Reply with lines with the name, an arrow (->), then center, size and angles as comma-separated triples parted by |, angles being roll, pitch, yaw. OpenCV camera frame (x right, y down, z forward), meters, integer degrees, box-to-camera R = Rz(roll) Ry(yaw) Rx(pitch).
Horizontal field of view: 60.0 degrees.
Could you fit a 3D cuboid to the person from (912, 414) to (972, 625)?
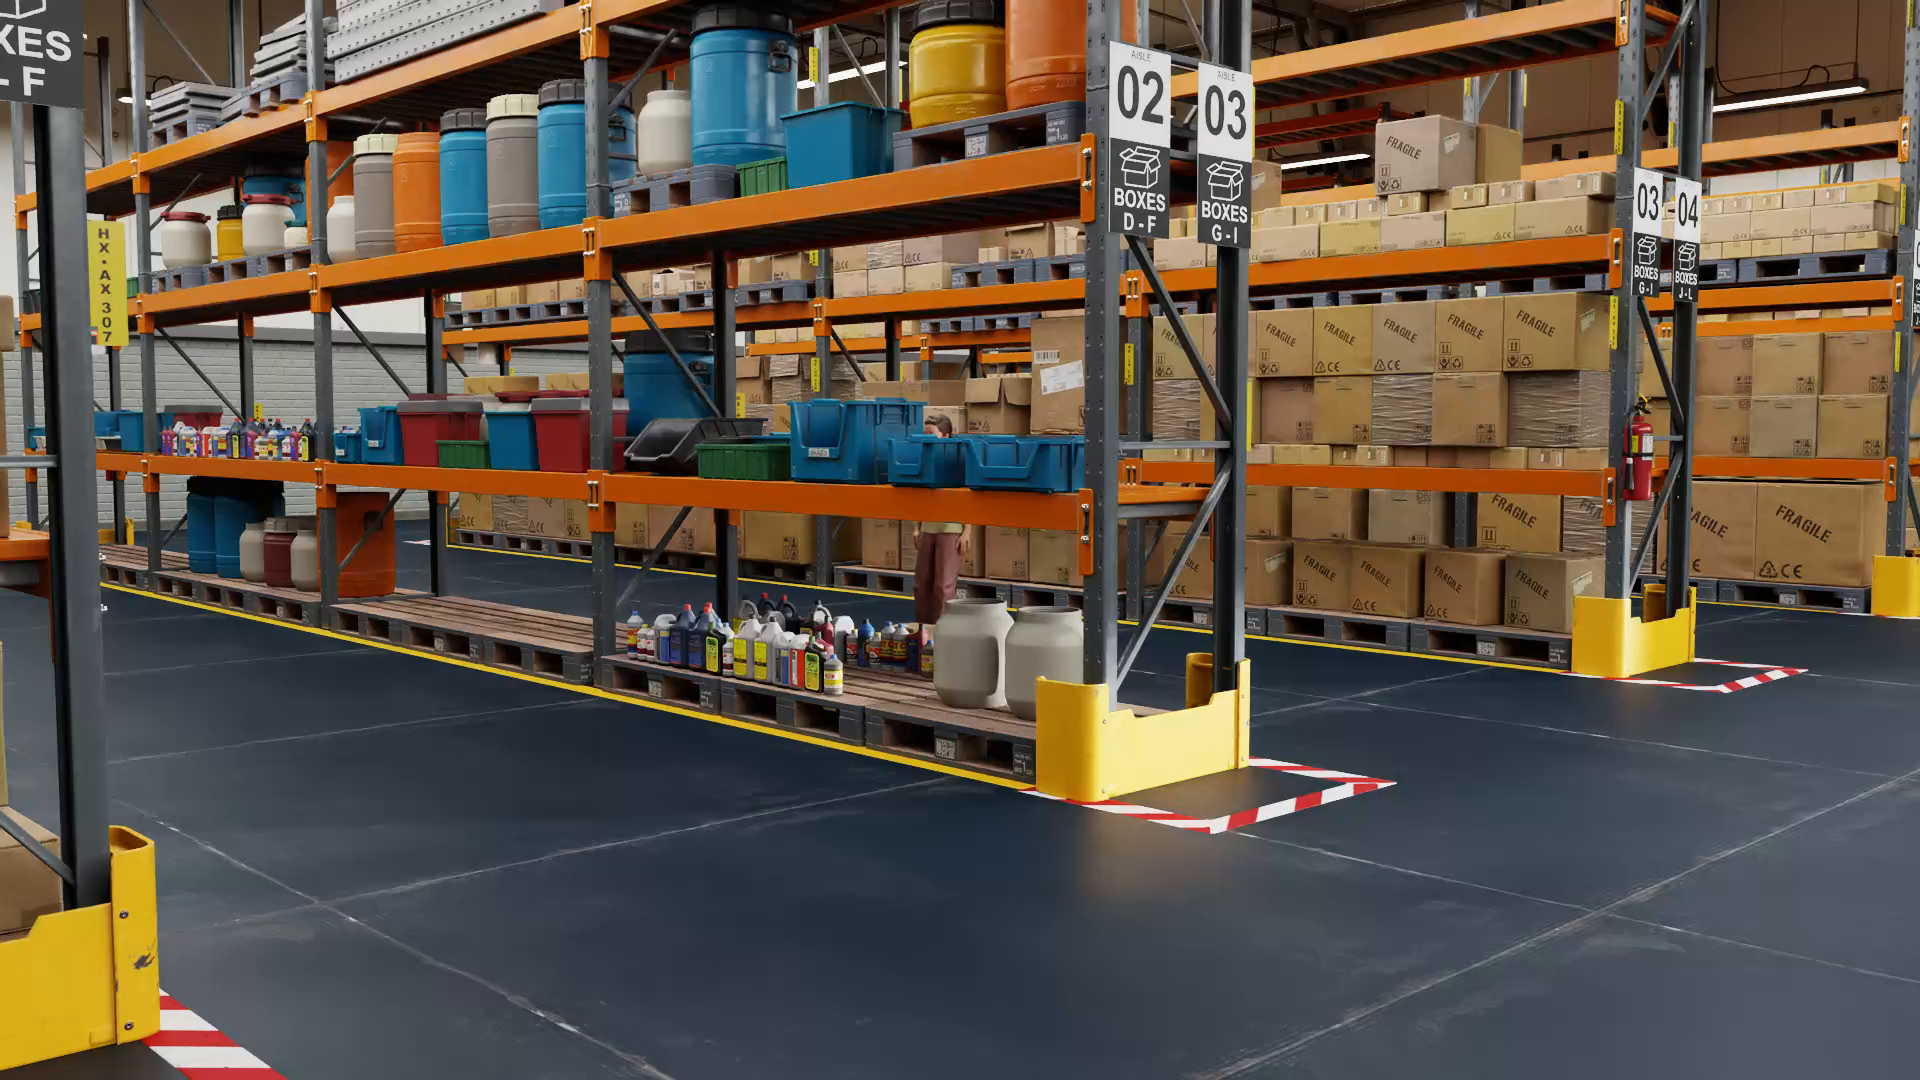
person -> -0.155, -0.020, 11.300 | 0.519, 1.671, 0.417 | 4, 5, 42
